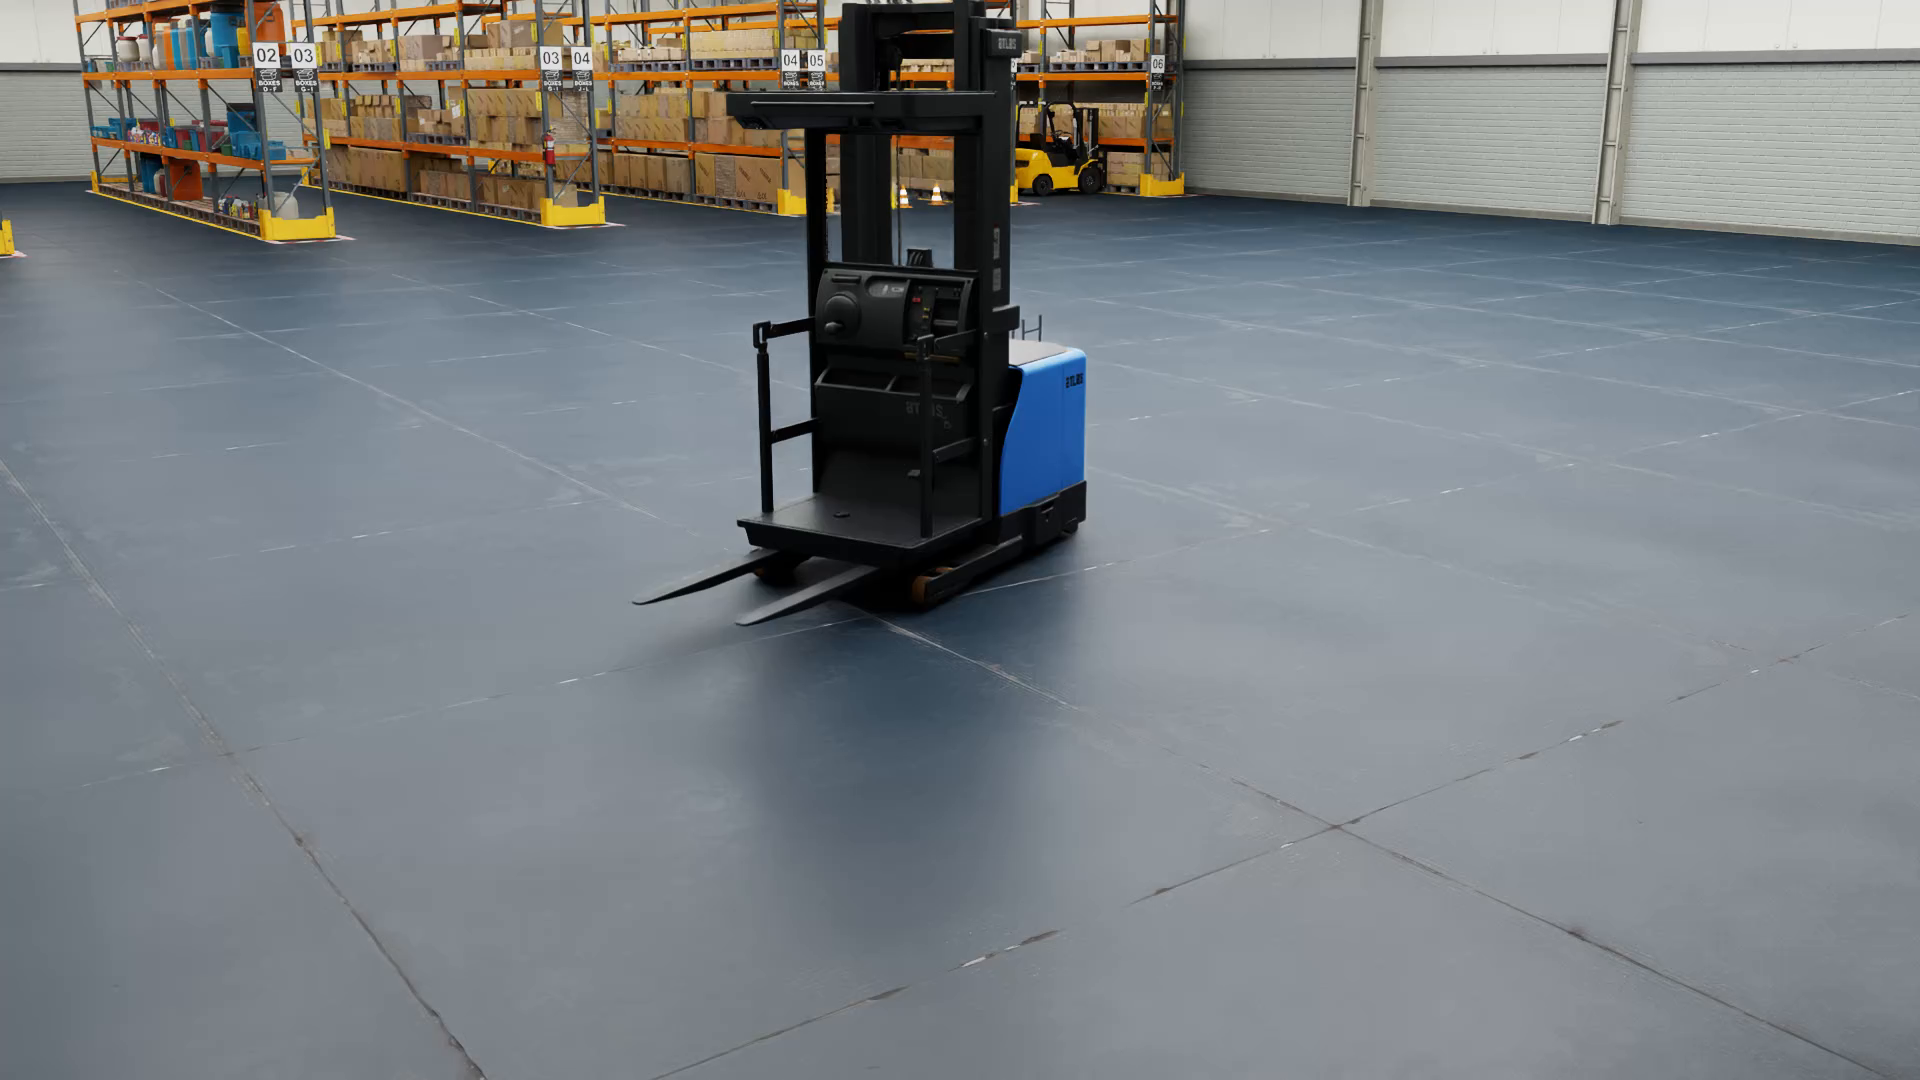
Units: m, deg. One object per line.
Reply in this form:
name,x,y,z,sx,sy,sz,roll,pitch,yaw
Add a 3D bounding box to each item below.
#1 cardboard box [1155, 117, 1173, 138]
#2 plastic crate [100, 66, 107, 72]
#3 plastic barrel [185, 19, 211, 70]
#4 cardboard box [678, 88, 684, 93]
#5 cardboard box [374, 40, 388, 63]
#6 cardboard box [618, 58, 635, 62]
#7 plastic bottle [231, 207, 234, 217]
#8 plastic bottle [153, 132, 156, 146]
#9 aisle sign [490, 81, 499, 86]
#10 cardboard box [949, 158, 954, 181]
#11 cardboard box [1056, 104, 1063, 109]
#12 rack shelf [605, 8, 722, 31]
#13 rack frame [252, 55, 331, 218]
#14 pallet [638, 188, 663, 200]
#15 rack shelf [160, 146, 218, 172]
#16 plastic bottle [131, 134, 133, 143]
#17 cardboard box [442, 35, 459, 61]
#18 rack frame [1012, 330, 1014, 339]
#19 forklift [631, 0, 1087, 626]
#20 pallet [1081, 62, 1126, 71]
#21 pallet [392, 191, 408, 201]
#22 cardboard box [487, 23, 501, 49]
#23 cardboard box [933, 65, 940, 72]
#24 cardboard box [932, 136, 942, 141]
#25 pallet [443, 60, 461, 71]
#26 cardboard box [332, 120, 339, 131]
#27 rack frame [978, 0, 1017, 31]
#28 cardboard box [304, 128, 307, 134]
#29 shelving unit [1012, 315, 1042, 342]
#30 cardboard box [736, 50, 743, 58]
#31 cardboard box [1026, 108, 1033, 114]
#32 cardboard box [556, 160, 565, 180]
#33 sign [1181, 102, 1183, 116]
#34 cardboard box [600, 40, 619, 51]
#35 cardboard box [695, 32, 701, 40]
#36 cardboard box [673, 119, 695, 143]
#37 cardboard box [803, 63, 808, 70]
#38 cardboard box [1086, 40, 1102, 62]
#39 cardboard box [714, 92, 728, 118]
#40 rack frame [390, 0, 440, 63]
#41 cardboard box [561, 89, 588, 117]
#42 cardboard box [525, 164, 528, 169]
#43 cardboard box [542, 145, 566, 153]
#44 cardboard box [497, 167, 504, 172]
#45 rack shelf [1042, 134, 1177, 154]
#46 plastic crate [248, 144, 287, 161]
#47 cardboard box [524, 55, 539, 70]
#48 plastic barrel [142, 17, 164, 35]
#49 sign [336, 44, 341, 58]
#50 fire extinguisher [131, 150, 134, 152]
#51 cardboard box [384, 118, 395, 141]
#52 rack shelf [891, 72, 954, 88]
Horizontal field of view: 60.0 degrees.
cardboard box,4.735,-9.882,39.809,0.500,0.500,0.500,-10,18,-33
plastic crate,-19.345,-10.701,37.809,0.293,0.136,0.466,-11,19,-35
plastic barrel,-14.060,-9.224,30.964,0.600,0.901,0.708,-11,19,-35
cardboard box,-7.757,-12.717,47.045,0.380,0.149,0.250,-11,19,-36
cardboard box,-12.927,-11.071,37.676,0.500,0.500,0.500,-10,18,-32
cardboard box,-7.793,-11.312,39.033,0.380,0.149,0.250,-12,19,-37
plastic bottle,-13.188,-5.982,30.217,0.097,0.201,0.097,0,15,0
plastic bottle,-16.824,-8.391,34.796,0.097,0.271,0.097,0,15,0
aisle sign,-12.849,-12.763,45.601,0.394,0.787,0.004,-11,19,-35
cardboard box,0.106,-8.282,37.146,0.500,0.500,0.500,-11,19,-34
cardboard box,2.638,-10.890,41.701,0.380,0.149,0.250,-11,19,-34
rack shelf,-6.684,-11.758,37.611,1.077,0.370,4.000,-11,19,-35
rack frame,-11.234,-6.606,28.031,1.000,3.000,0.127,-11,19,-35
pallet,-6.744,-8.046,38.575,1.003,0.211,1.213,-11,19,-35
rack shelf,-14.762,-7.541,32.808,1.077,0.370,4.000,-11,19,-35
plastic bottle,-18.201,-8.891,36.623,0.097,0.271,0.097,0,15,0
cardboard box,-10.331,-10.245,34.654,0.797,0.503,0.637,-10,18,-32
rack frame,0.268,-0.770,10.117,0.006,1.200,0.240,9,17,29
forklift,-0.454,-1.209,8.443,1.130,2.935,3.031,9,18,30
pallet,3.685,-11.504,40.413,1.003,0.211,1.213,-11,19,-35
pallet,-12.334,-7.919,38.108,1.003,0.211,1.213,-11,19,-35
cardboard box,-9.109,-10.052,33.240,0.500,0.500,0.500,-12,19,-36
cardboard box,-0.378,-10.550,37.232,0.380,0.149,0.250,-11,19,-36
cardboard box,-0.413,-9.101,37.622,0.380,0.149,0.250,-11,19,-35
pallet,-9.856,-9.734,34.132,1.213,0.211,1.003,-11,19,-35
cardboard box,-15.061,-10.172,40.781,0.500,0.250,0.500,-10,18,-33
rack frame,0.788,-11.807,35.668,1.000,3.000,0.127,-11,19,-35
cardboard box,-16.693,-10.544,42.892,0.380,0.149,0.250,-11,19,-34
shelving unit,0.348,-0.758,10.073,0.189,1.200,0.258,9,17,29
cardboard box,-4.372,-9.990,34.202,0.380,0.149,0.250,-11,19,-34
cardboard box,1.902,-10.991,42.632,0.380,0.149,0.250,-11,19,-35
cardboard box,-9.992,-9.484,42.484,0.500,0.500,0.500,-10,18,-32
sign,5.254,-10.225,39.464,0.100,0.325,0.005,-11,19,-35
cardboard box,-8.308,-11.742,39.474,0.396,0.266,0.258,-11,19,-35
cardboard box,-5.418,-10.754,35.483,0.380,0.149,0.250,-11,19,-35
cardboard box,-6.031,-9.096,36.937,0.500,0.500,0.500,-11,19,-35
cardboard box,-3.718,-11.855,41.782,0.396,0.266,0.258,-11,19,-35
cardboard box,3.509,-11.854,40.341,0.797,0.503,0.637,-10,18,-33
cardboard box,-4.695,-9.251,35.363,0.875,0.550,0.550,-11,19,-35
rack frame,-11.931,-11.977,36.290,1.000,3.000,0.127,-11,19,-35
cardboard box,-7.331,-8.209,31.240,0.500,0.500,0.500,-11,19,-35
cardboard box,-11.370,-9.966,44.346,0.380,0.149,0.250,-12,19,-37
cardboard box,-7.562,-7.283,30.979,0.380,0.149,0.250,-11,19,-35
cardboard box,-12.515,-10.206,45.788,0.380,0.149,0.250,-10,18,-33
rack shelf,3.625,-9.765,40.934,1.077,0.370,4.000,-11,19,-35
plastic crate,-11.770,-6.595,28.272,0.499,0.251,0.616,-11,19,-35
cardboard box,-7.717,-8.813,30.696,0.500,0.250,0.500,-10,18,-33
plastic barrel,-17.162,-10.719,35.631,0.600,0.901,0.708,-11,19,-35
sign,-14.731,-11.585,39.412,0.100,0.325,0.005,-11,19,-35
fire extinguisher,-20.363,-9.909,40.949,0.296,0.674,0.183,-11,19,-35
cardboard box,-12.710,-9.306,37.705,0.500,0.500,0.500,-11,19,-35
rack shelf,-0.388,-10.440,37.720,1.077,0.370,4.000,-11,19,-35
